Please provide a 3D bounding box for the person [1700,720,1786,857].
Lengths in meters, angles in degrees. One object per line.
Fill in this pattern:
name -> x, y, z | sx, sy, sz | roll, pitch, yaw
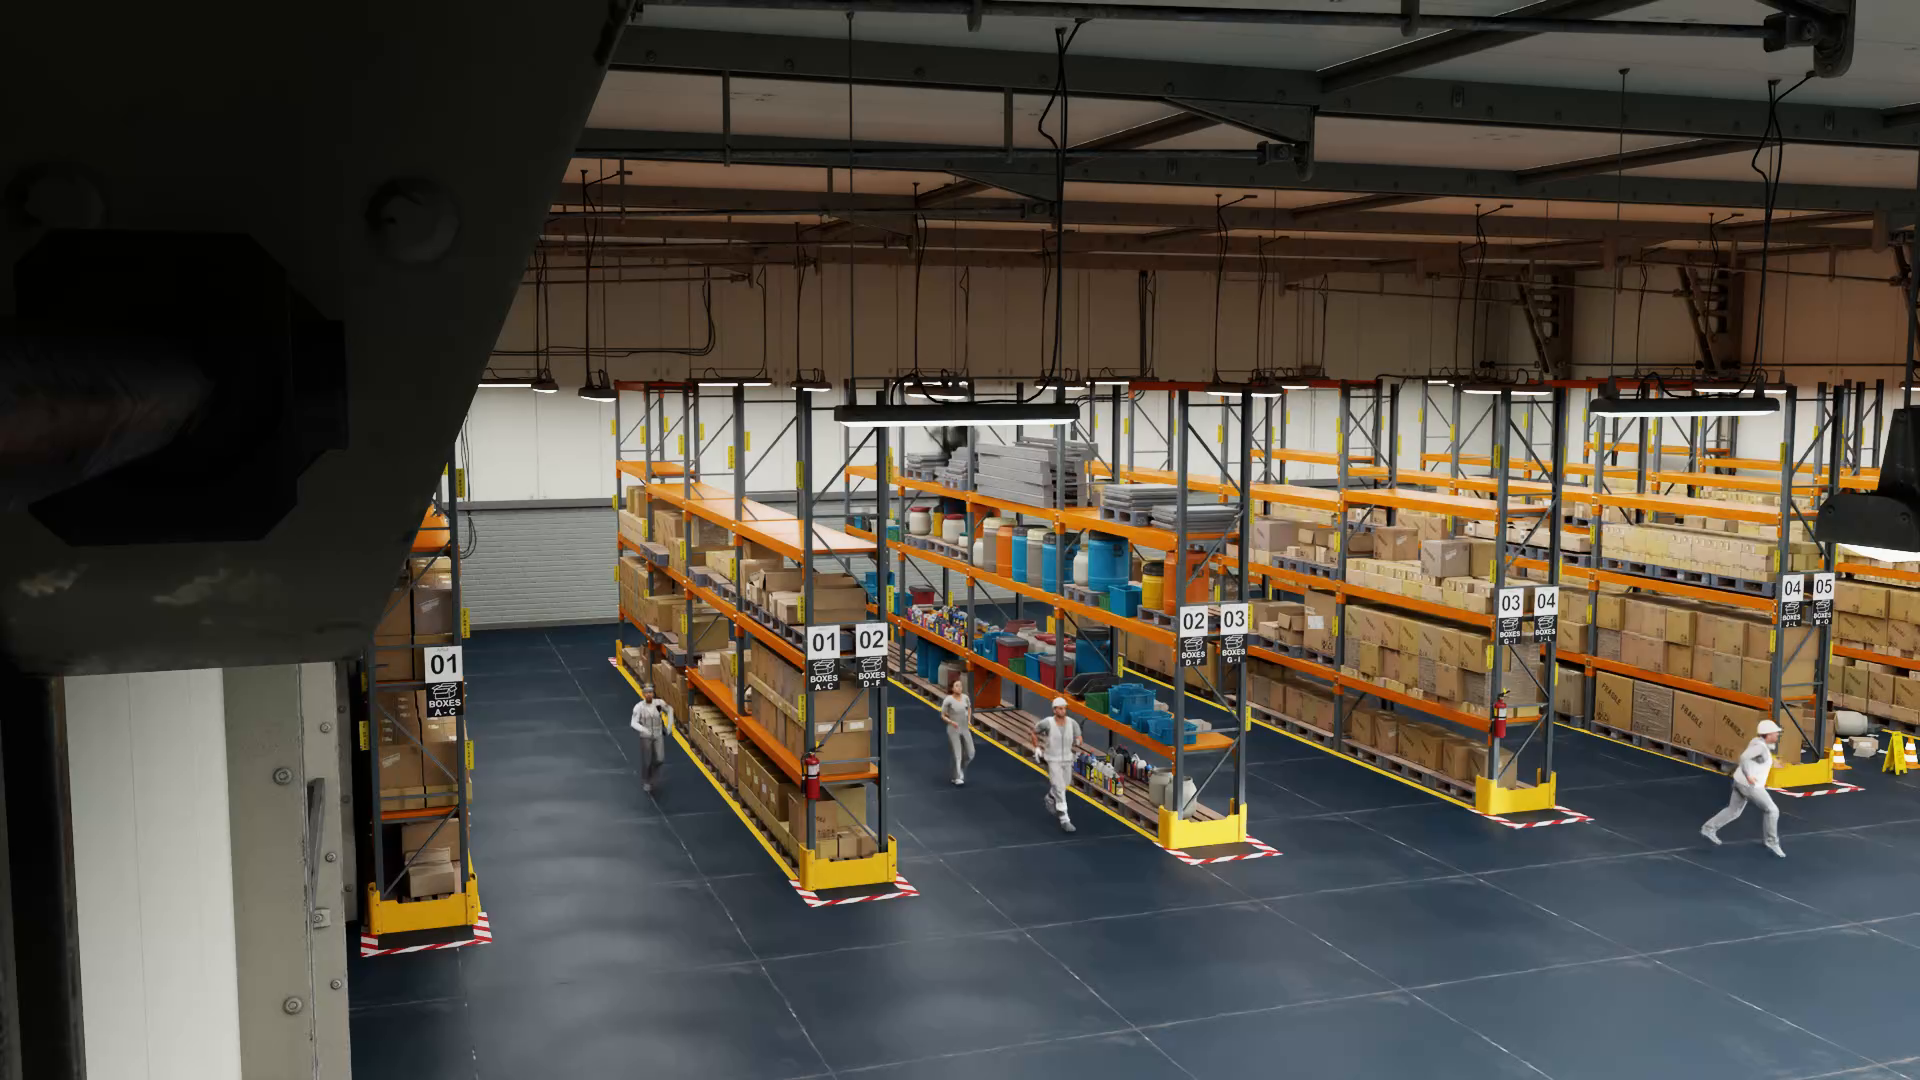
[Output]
person -> 10.174, 3.199, 21.527 | 1.006, 1.785, 0.658 | 1, 6, 12

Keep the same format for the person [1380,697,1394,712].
person -> 7.746, 2.407, 29.987 | 0.537, 1.551, 0.506 | -2, 6, -19

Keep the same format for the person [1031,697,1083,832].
person -> 1.339, 3.012, 22.716 | 0.649, 1.769, 0.993 | -3, 7, -23

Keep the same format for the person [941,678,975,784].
person -> -0.012, 2.878, 24.958 | 0.539, 1.626, 0.541 | -3, 7, -25

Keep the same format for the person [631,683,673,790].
person -> -4.523, 2.917, 24.518 | 0.639, 1.650, 0.610 | -2, 6, -15
